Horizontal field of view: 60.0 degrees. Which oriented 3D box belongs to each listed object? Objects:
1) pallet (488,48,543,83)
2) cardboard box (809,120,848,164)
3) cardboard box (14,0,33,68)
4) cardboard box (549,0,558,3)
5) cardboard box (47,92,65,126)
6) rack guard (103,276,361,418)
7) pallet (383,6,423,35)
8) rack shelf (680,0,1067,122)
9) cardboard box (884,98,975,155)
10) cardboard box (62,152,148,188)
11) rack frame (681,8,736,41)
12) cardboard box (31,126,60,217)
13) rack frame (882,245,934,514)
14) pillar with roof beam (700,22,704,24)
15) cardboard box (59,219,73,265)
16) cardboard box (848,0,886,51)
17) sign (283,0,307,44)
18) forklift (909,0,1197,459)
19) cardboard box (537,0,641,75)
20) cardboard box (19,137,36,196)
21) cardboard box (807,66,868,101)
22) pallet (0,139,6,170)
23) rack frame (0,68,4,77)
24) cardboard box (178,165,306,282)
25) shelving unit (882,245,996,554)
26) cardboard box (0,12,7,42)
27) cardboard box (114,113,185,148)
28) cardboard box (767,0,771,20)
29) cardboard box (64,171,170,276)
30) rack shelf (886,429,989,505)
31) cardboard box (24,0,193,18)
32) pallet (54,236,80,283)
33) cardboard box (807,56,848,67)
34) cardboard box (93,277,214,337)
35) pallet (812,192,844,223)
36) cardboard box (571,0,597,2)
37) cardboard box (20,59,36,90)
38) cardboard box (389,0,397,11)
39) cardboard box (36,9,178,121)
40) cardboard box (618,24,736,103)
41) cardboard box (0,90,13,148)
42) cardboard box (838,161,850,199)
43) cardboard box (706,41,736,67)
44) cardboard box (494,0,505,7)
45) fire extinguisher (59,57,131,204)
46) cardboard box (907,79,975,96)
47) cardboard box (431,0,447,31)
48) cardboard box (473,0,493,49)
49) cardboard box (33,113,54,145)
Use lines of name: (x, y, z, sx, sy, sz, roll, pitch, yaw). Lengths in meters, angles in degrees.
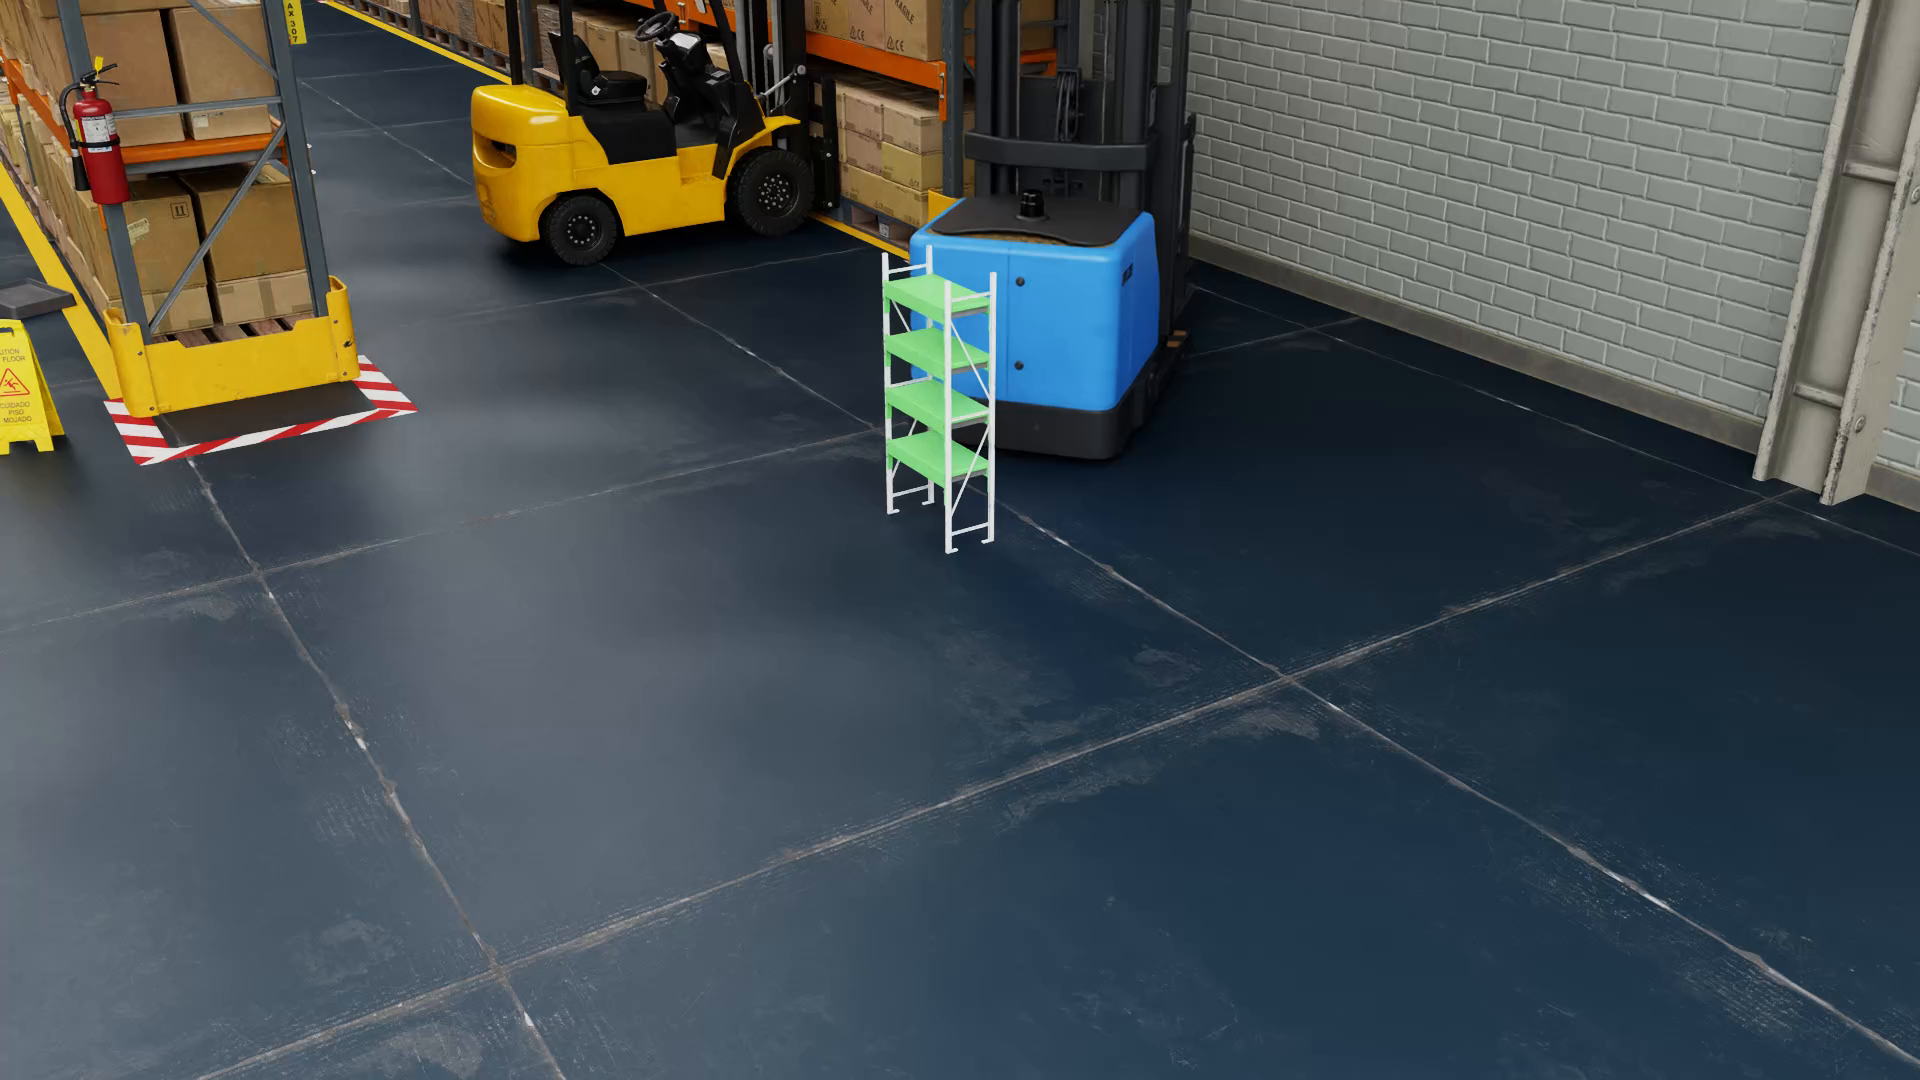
pallet: (-4.408, -5.182, 17.979, 1.003, 0.211, 1.213, -16, 29, -30)
cardboard box: (-0.756, -2.941, 12.109, 0.500, 0.250, 0.500, -16, 30, -31)
cardboard box: (-5.149, -3.003, 9.631, 0.500, 0.500, 0.500, -15, 29, -29)
cardboard box: (-4.278, -5.622, 18.083, 0.500, 0.500, 0.500, -15, 29, -29)
cardboard box: (-4.724, -2.364, 9.038, 0.380, 0.149, 0.250, -15, 29, -29)
rack guard: (-3.863, -1.044, 8.876, 1.175, 0.500, 0.348, -16, 29, -30)
pallet: (-6.589, -6.582, 20.946, 1.003, 0.211, 1.213, -16, 29, -30)
rack shelf: (-0.756, -3.695, 12.407, 1.077, 0.370, 4.000, -16, 29, -30)
cardboard box: (-0.177, -2.796, 11.217, 0.500, 0.250, 0.500, -14, 29, -28)
cardboard box: (-4.734, -2.068, 9.207, 0.380, 0.149, 0.250, -15, 29, -28)
rack frame: (-1.848, -4.736, 13.769, 1.000, 3.000, 0.127, -16, 29, -30)
cardboard box: (-5.607, -2.401, 10.673, 0.500, 0.500, 0.500, -14, 29, -28)
rack frame: (-0.224, -0.689, 7.304, 0.240, 1.200, 0.015, -16, 29, -30)
pillar with roof beam: (-6.172, -7.620, 12.851, 9.100, 9.000, 0.400, -16, 29, -30)
cardboard box: (-5.316, -1.873, 10.433, 0.500, 0.250, 0.500, -16, 30, -30)
cardboard box: (-0.429, -3.653, 11.358, 0.500, 0.500, 0.500, -15, 29, -28)
sign: (-3.367, -2.665, 8.368, 0.100, 0.325, 0.005, -16, 29, -30)
forklift: (0.684, -2.314, 8.718, 1.130, 2.935, 3.031, 8, 26, 16)
cardboard box: (-3.703, -5.057, 16.737, 0.875, 0.625, 0.625, -15, 29, -28)
cardboard box: (-6.293, -2.767, 12.183, 0.950, 0.372, 0.625, -15, 29, -29)
cardboard box: (-1.015, -3.338, 12.366, 0.500, 0.250, 0.500, -16, 30, -31)
pallet: (-7.763, -3.468, 14.349, 1.003, 0.211, 1.213, -16, 29, -30)
rack frame: (-8.189, -5.009, 14.346, 1.000, 3.000, 0.127, -16, 29, -30)
cardboard box: (-4.043, -1.794, 9.388, 0.500, 0.500, 0.500, -17, 30, -31)
shelving unit: (-0.090, -0.602, 7.119, 0.258, 1.200, 0.503, -16, 29, -30)
cardboard box: (-5.998, -3.535, 10.760, 0.500, 0.500, 0.500, -16, 29, -30)
cardboard box: (-4.205, -2.118, 8.516, 0.380, 0.149, 0.250, -14, 29, -28)
cardboard box: (-1.249, -4.198, 12.513, 0.500, 0.500, 0.500, -16, 30, -30)
cardboard box: (-4.765, -1.845, 9.494, 0.500, 0.500, 0.500, -14, 29, -28)
rack shelf: (-0.090, -0.327, 7.249, 0.258, 0.148, 0.480, -16, 29, -30)
cardboard box: (-4.283, -2.911, 8.266, 0.700, 0.500, 0.500, -16, 30, -31)
pallet: (-5.609, -2.085, 11.419, 1.003, 0.211, 1.213, -16, 29, -30)
cardboard box: (-0.863, -3.642, 13.009, 0.500, 0.250, 0.500, -15, 29, -29)
cardboard box: (-4.501, -1.329, 9.280, 0.500, 0.250, 0.500, -16, 29, -30)
pallet: (-0.779, -2.744, 12.816, 1.003, 0.211, 1.213, -16, 29, -30)
cardboard box: (-4.055, -5.779, 17.654, 0.380, 0.149, 0.250, -14, 29, -27)
cardboard box: (-5.411, -2.817, 9.998, 0.380, 0.149, 0.250, -15, 29, -29)
cardboard box: (-6.960, -6.810, 20.872, 0.396, 0.266, 0.258, -14, 29, -28)
cardboard box: (-4.348, -2.457, 8.475, 0.500, 0.500, 0.500, -16, 30, -30)
cardboard box: (-2.560, -4.315, 15.168, 0.875, 0.625, 0.625, -16, 30, -30)
cardboard box: (-7.479, -3.544, 13.829, 0.950, 0.372, 0.625, -16, 30, -31)
cardboard box: (-0.715, -2.707, 12.200, 0.500, 0.250, 0.500, -15, 29, -29)
cardboard box: (-1.847, -3.889, 13.531, 0.500, 0.250, 0.500, -16, 30, -30)
cardboard box: (-4.689, -5.728, 17.546, 0.380, 0.149, 0.250, -17, 30, -32)
fire extinguisher: (-4.145, -1.964, 7.987, 0.296, 0.674, 0.183, -16, 29, -30)
cardboard box: (-0.044, -3.098, 11.856, 0.500, 0.250, 0.500, -15, 29, -29)
cardboard box: (-5.841, -6.243, 19.398, 0.500, 0.500, 0.500, -16, 30, -30)
cardboard box: (-4.995, -5.695, 18.237, 0.500, 0.500, 0.500, -14, 29, -27)
cardboard box: (-5.460, -2.545, 10.219, 0.380, 0.149, 0.250, -14, 29, -27)
